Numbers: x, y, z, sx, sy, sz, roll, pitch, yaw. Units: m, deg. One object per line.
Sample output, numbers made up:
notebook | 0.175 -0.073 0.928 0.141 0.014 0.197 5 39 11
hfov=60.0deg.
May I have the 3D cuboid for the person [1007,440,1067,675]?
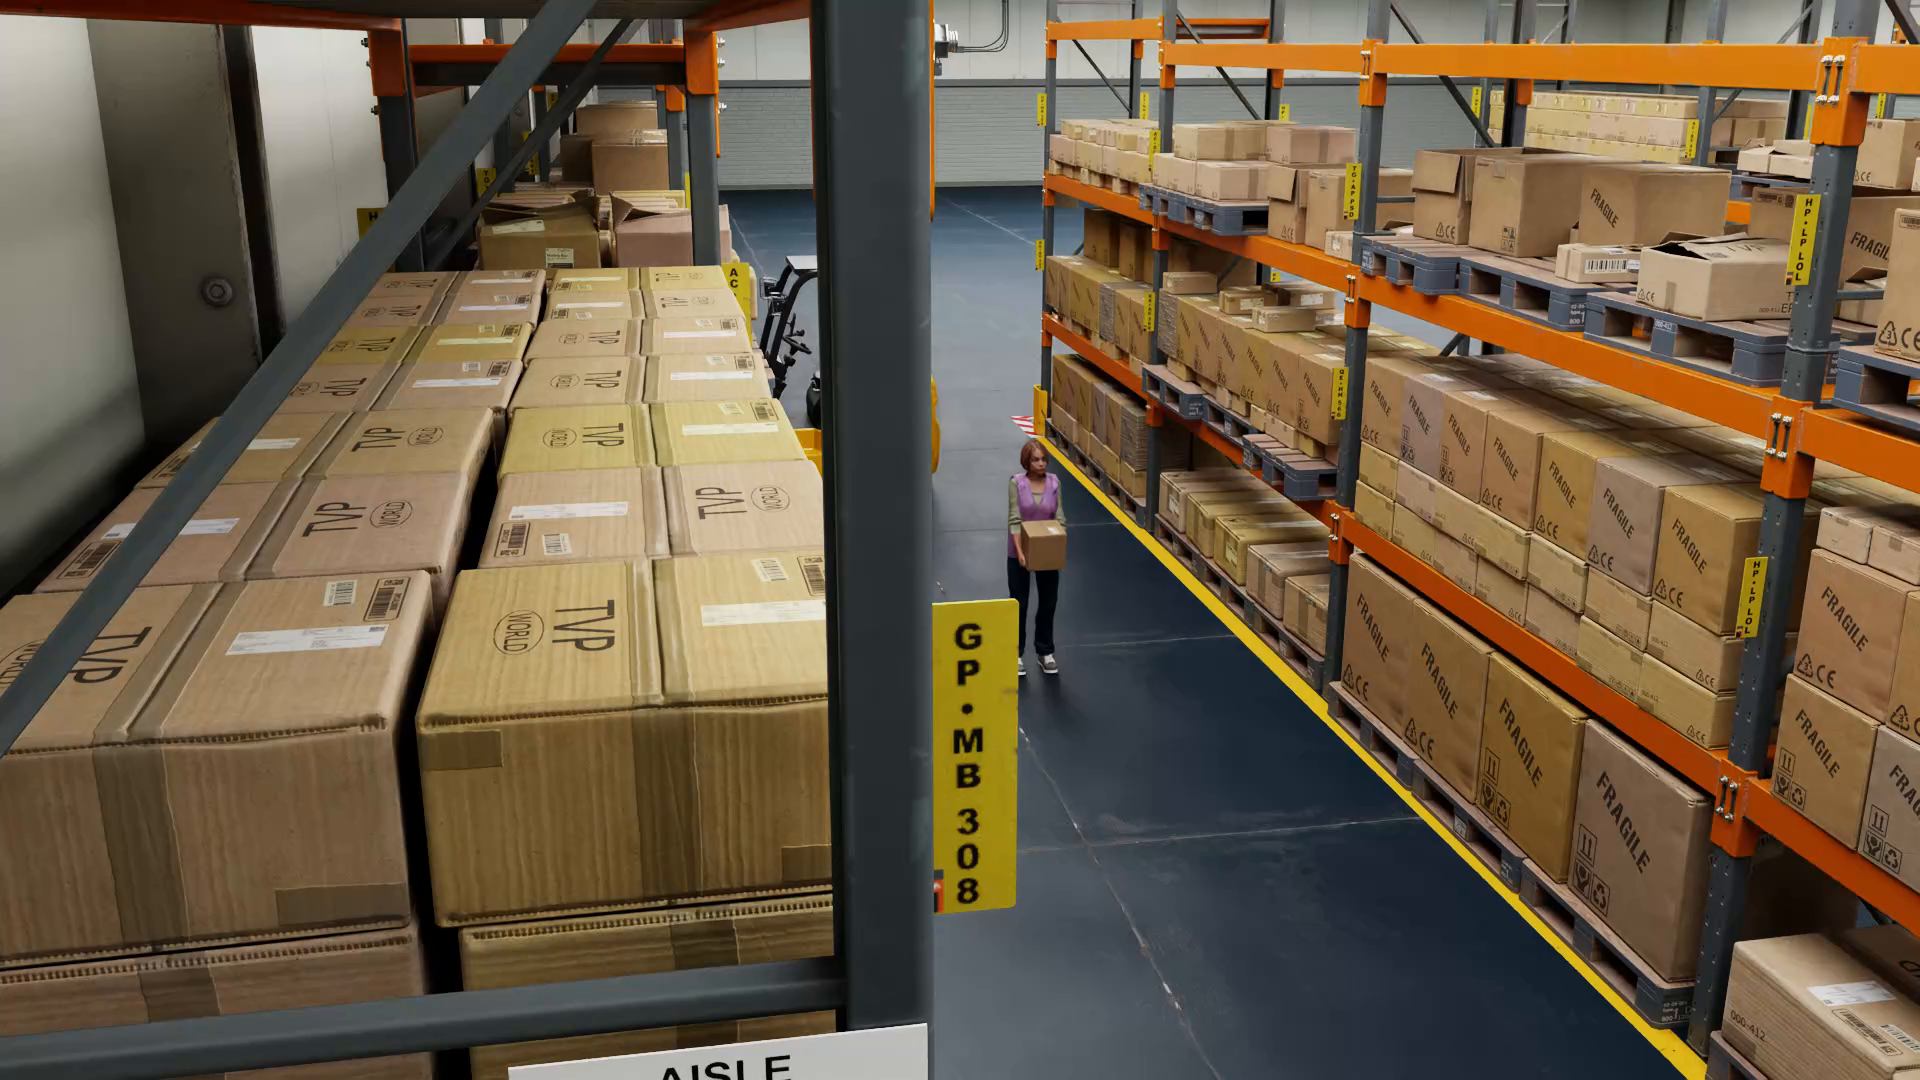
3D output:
person | 0.511 0.141 11.094 0.396 1.598 0.493 -3 17 -10
